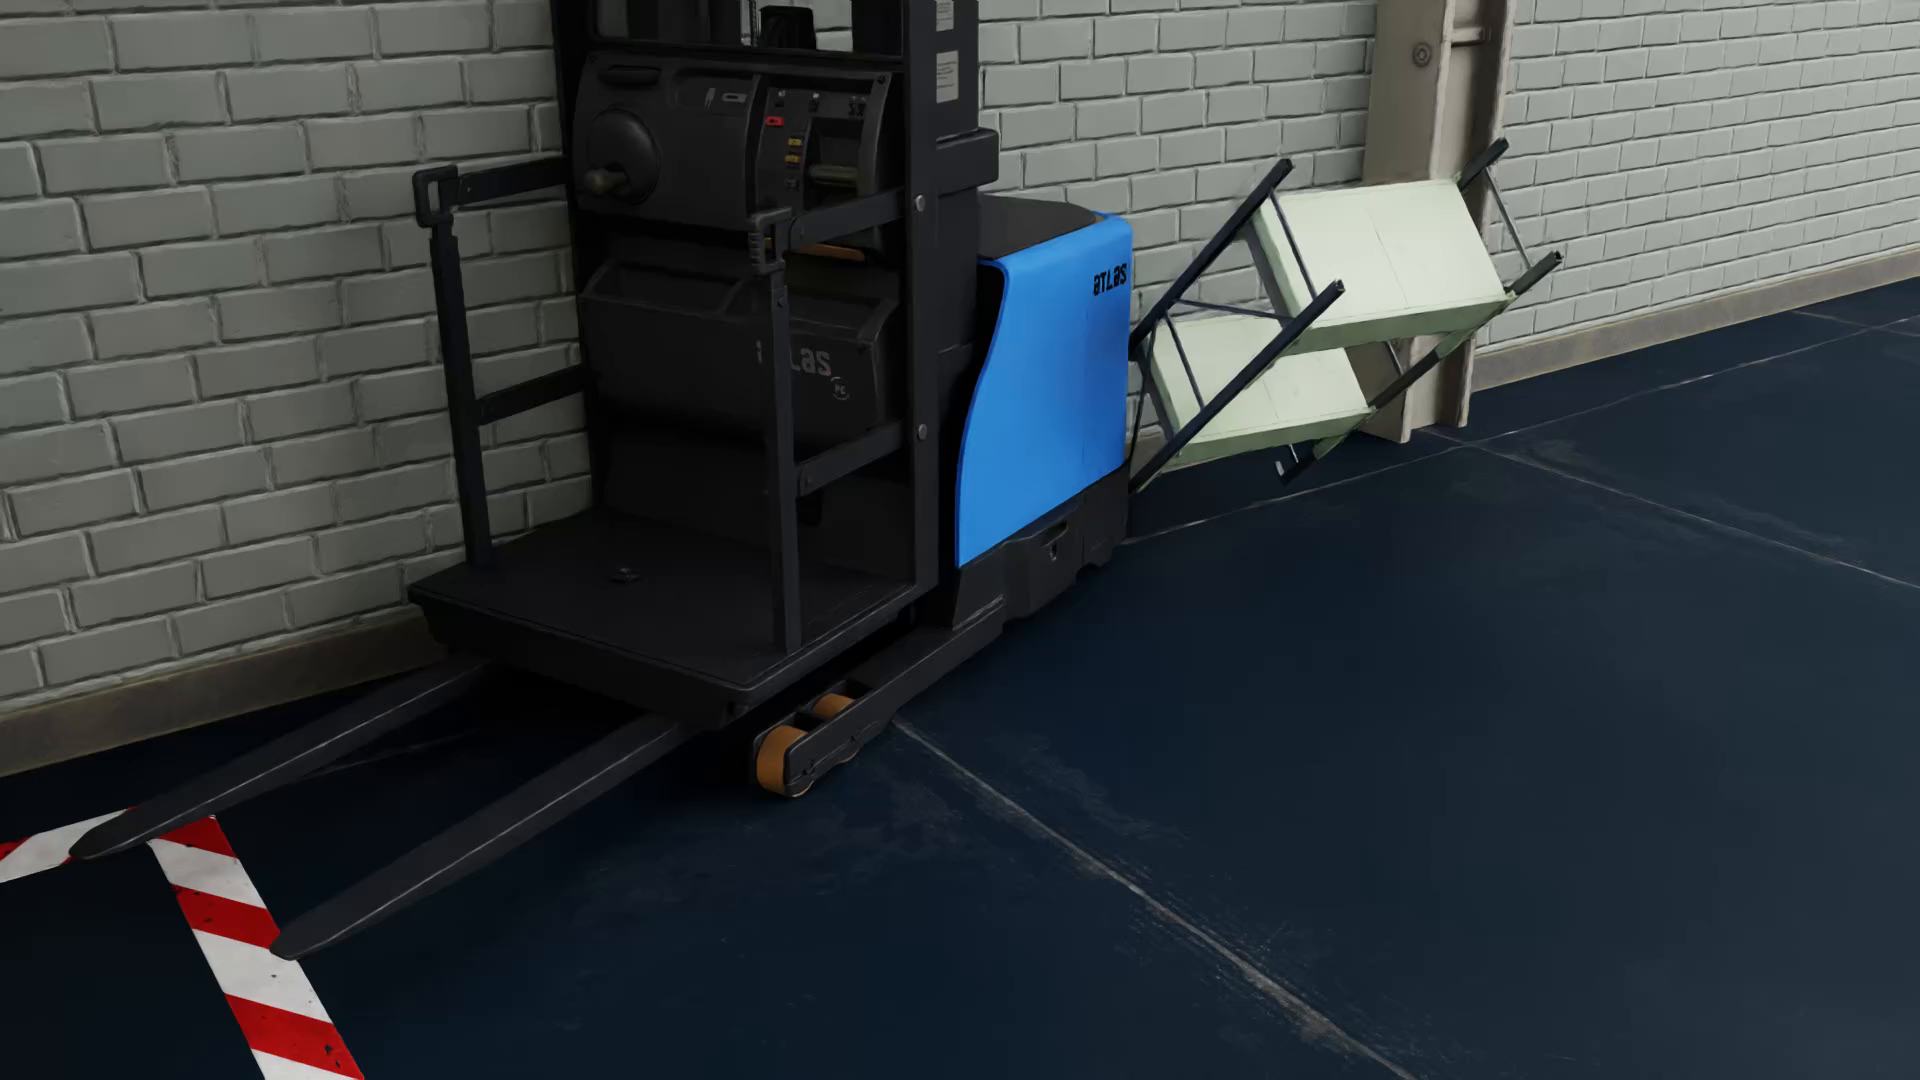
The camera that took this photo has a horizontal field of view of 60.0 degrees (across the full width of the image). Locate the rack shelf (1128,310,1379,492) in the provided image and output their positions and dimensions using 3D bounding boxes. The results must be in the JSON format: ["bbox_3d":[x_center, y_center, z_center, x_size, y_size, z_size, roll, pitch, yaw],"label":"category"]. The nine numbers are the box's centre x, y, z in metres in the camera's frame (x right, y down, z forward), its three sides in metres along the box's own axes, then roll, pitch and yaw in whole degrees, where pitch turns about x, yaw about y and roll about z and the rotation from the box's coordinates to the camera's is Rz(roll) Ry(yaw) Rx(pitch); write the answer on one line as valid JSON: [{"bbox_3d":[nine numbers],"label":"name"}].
[{"bbox_3d":[0.881,-0.468,5.324,0.720,0.431,0.370,-11,-18,-24],"label":"rack shelf"}]

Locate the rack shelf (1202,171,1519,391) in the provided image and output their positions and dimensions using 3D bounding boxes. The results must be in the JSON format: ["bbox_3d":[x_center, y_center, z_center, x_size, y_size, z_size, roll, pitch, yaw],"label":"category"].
[{"bbox_3d":[1.113,-0.736,4.702,0.720,0.431,0.370,-11,-18,-24],"label":"rack shelf"}]

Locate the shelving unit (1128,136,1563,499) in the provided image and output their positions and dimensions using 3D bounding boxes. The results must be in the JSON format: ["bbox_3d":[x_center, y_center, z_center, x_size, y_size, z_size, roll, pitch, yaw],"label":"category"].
[{"bbox_3d":[0.987,-0.590,5.041,0.755,0.431,1.500,-11,-18,-24],"label":"shelving unit"}]

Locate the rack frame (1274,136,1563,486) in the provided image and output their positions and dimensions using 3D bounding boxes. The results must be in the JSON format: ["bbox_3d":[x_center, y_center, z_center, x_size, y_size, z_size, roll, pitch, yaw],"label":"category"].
[{"bbox_3d":[1.315,-0.653,5.190,0.023,0.400,1.500,-11,-18,-24],"label":"rack frame"}]

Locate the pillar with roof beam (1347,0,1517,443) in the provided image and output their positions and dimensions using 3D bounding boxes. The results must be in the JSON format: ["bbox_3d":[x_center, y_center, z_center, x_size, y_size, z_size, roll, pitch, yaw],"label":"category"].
[{"bbox_3d":[4.258,-3.340,1.624,0.400,9.000,9.100,-15,26,-33],"label":"pillar with roof beam"}]

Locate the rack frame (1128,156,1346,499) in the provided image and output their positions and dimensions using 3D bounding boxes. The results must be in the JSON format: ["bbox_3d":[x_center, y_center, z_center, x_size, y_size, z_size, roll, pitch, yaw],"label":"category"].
[{"bbox_3d":[0.659,-0.528,4.891,0.023,0.400,1.500,-11,-18,-24],"label":"rack frame"}]

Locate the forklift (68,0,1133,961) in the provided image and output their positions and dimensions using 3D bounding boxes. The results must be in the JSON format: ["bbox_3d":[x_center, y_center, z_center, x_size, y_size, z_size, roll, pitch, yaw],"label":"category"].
[{"bbox_3d":[-0.675,-0.956,3.837,1.130,2.935,3.031,13,25,29],"label":"forklift"}]
